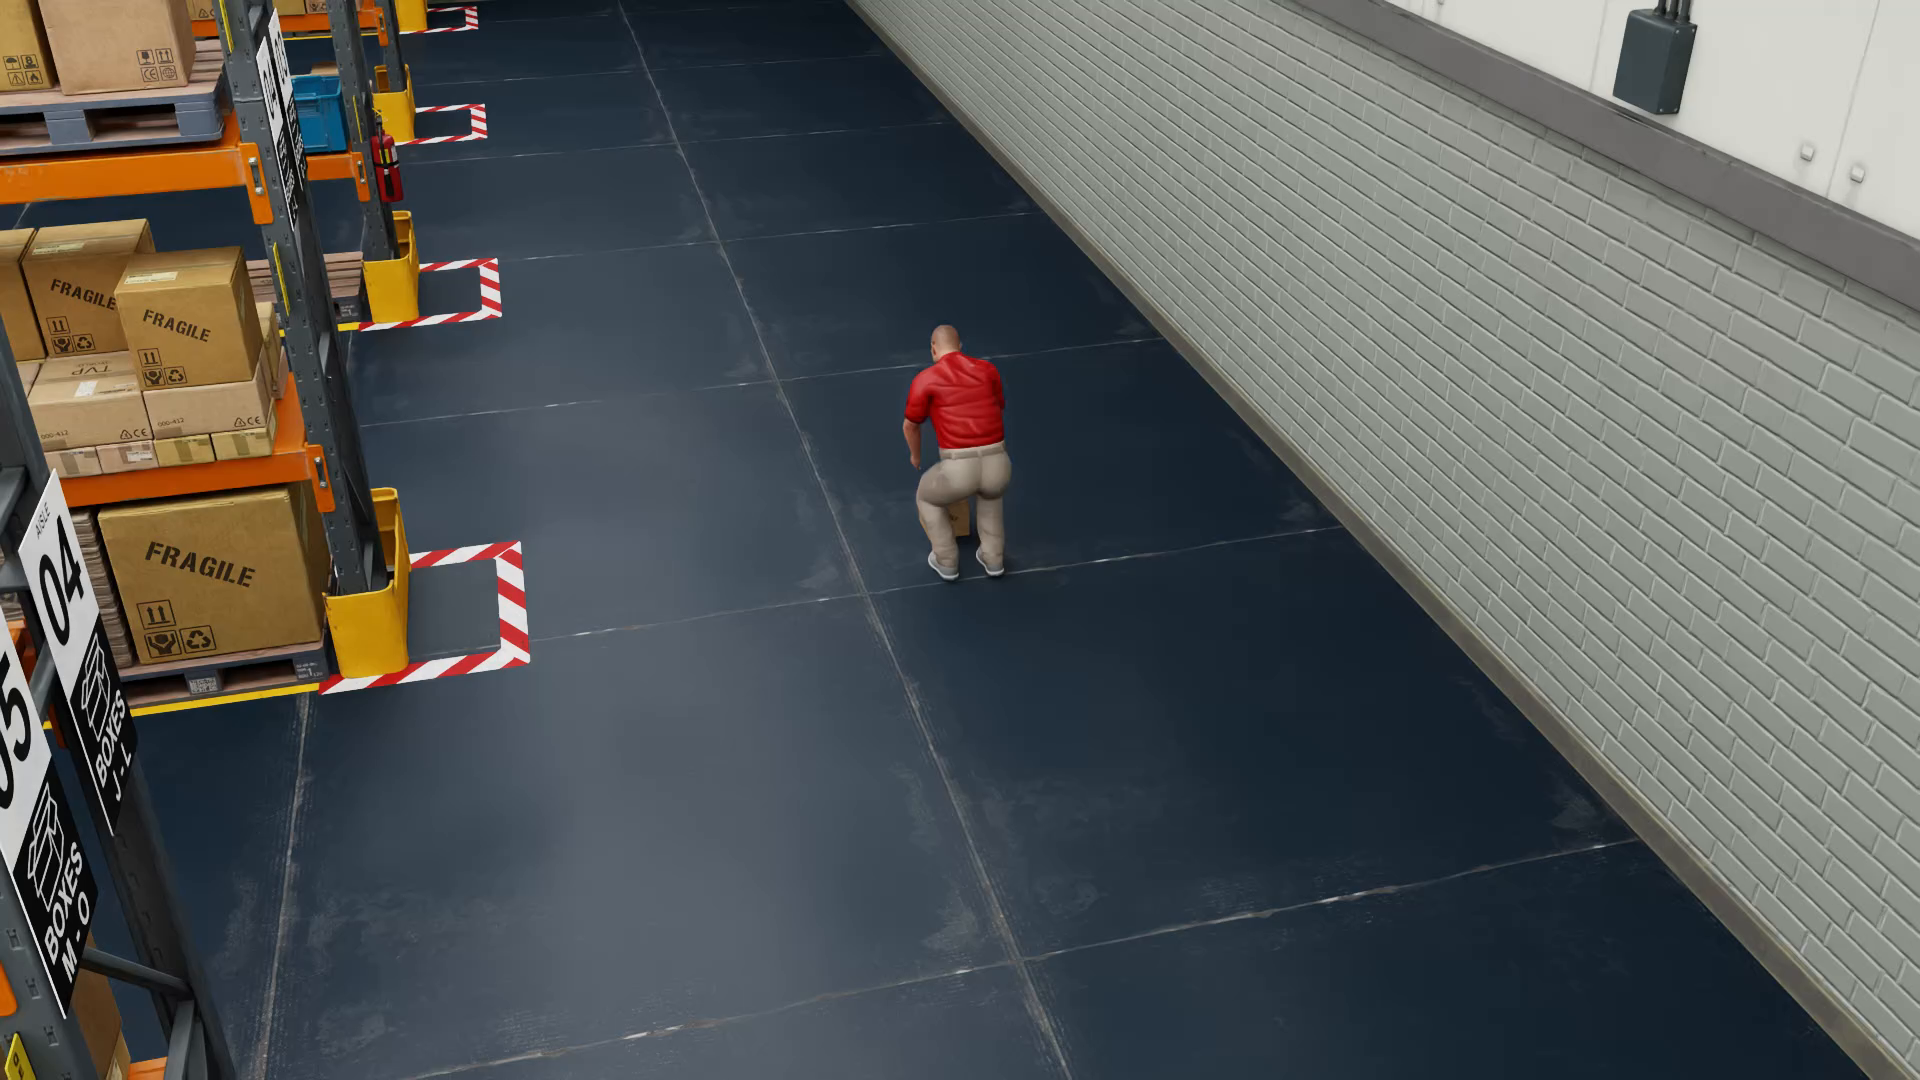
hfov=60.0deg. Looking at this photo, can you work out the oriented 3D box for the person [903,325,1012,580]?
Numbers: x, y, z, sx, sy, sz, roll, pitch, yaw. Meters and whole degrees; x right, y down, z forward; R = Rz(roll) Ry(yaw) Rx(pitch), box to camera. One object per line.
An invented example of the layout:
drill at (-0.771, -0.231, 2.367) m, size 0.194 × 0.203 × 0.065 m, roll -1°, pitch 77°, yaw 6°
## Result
person at (-0.007, -0.459, 9.378) m, size 0.590 × 1.409 × 0.707 m, roll -8°, pitch 31°, yaw -13°
